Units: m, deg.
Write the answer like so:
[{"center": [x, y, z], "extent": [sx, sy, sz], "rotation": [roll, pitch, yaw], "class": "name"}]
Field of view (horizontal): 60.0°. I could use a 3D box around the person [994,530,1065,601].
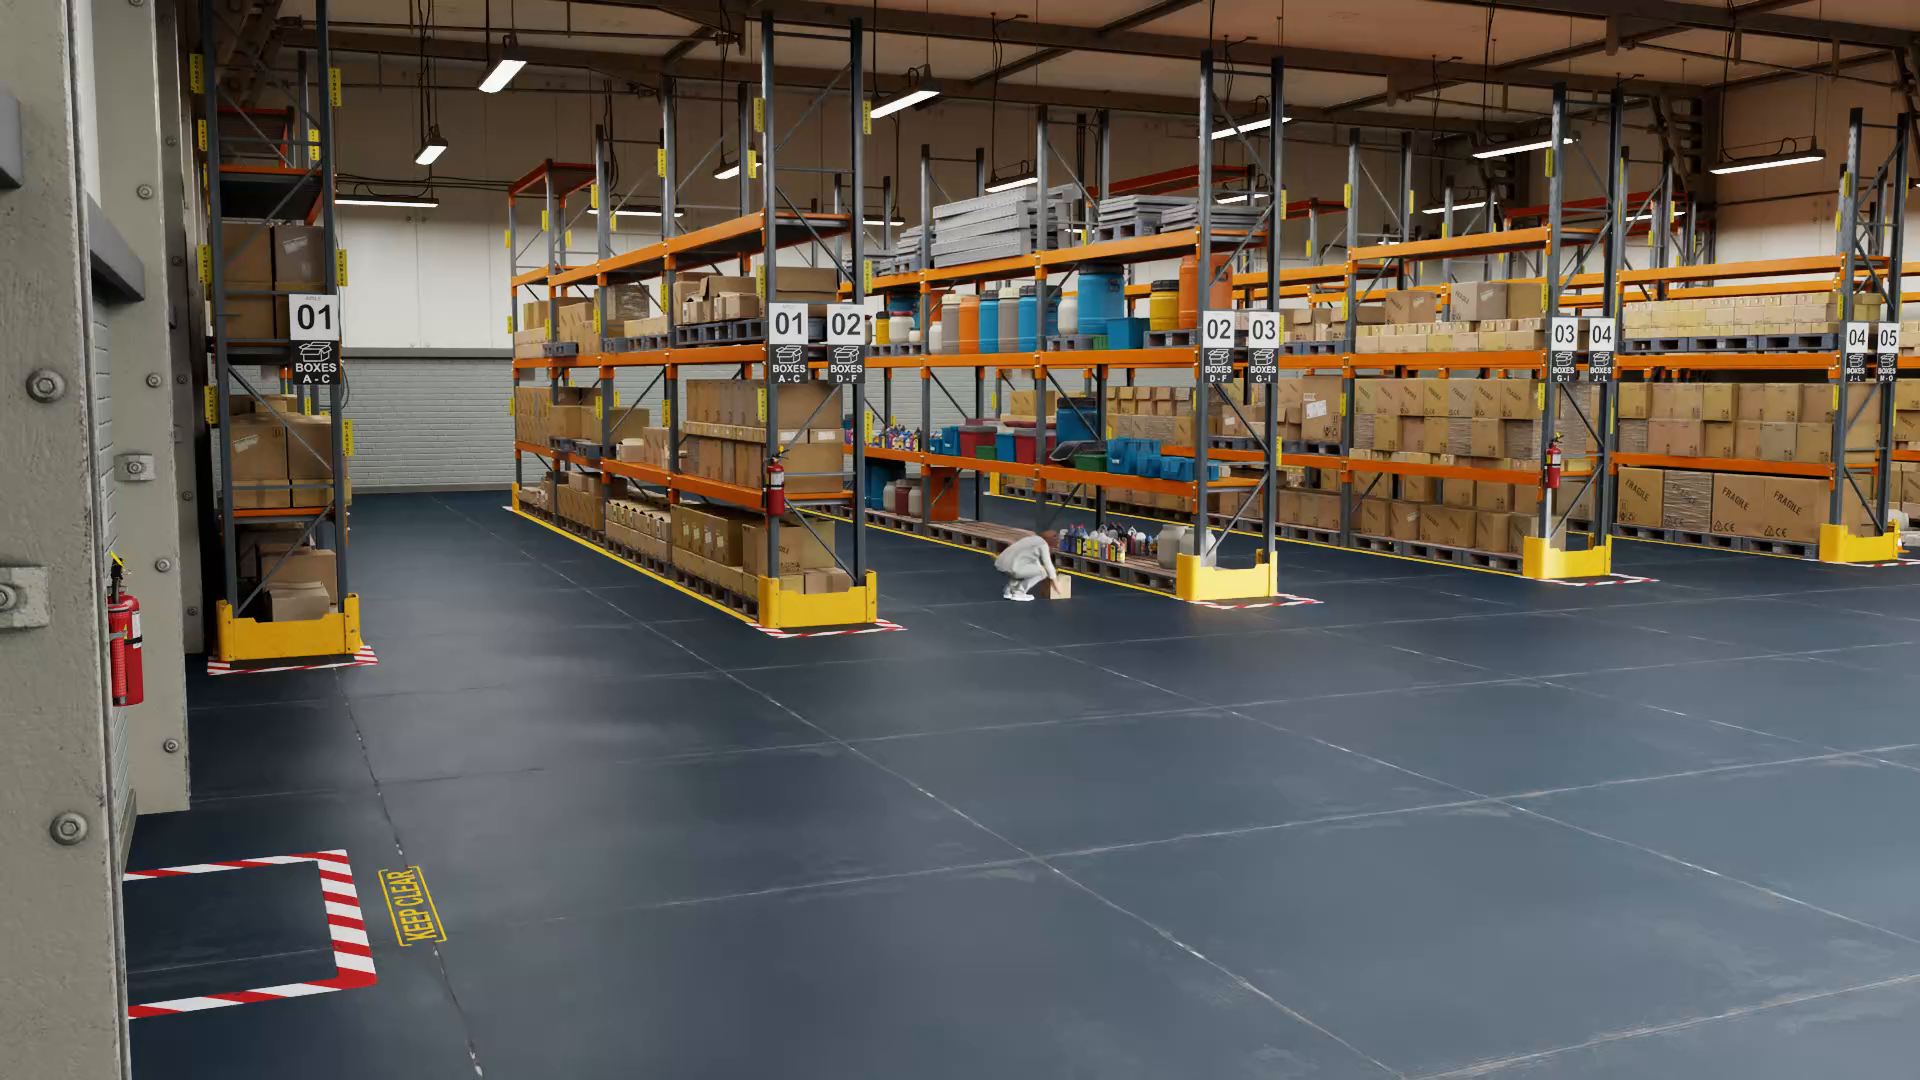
[{"center": [0.765, 0.287, 18.611], "extent": [0.806, 0.762, 0.436], "rotation": [-2, 6, -24], "class": "person"}]
